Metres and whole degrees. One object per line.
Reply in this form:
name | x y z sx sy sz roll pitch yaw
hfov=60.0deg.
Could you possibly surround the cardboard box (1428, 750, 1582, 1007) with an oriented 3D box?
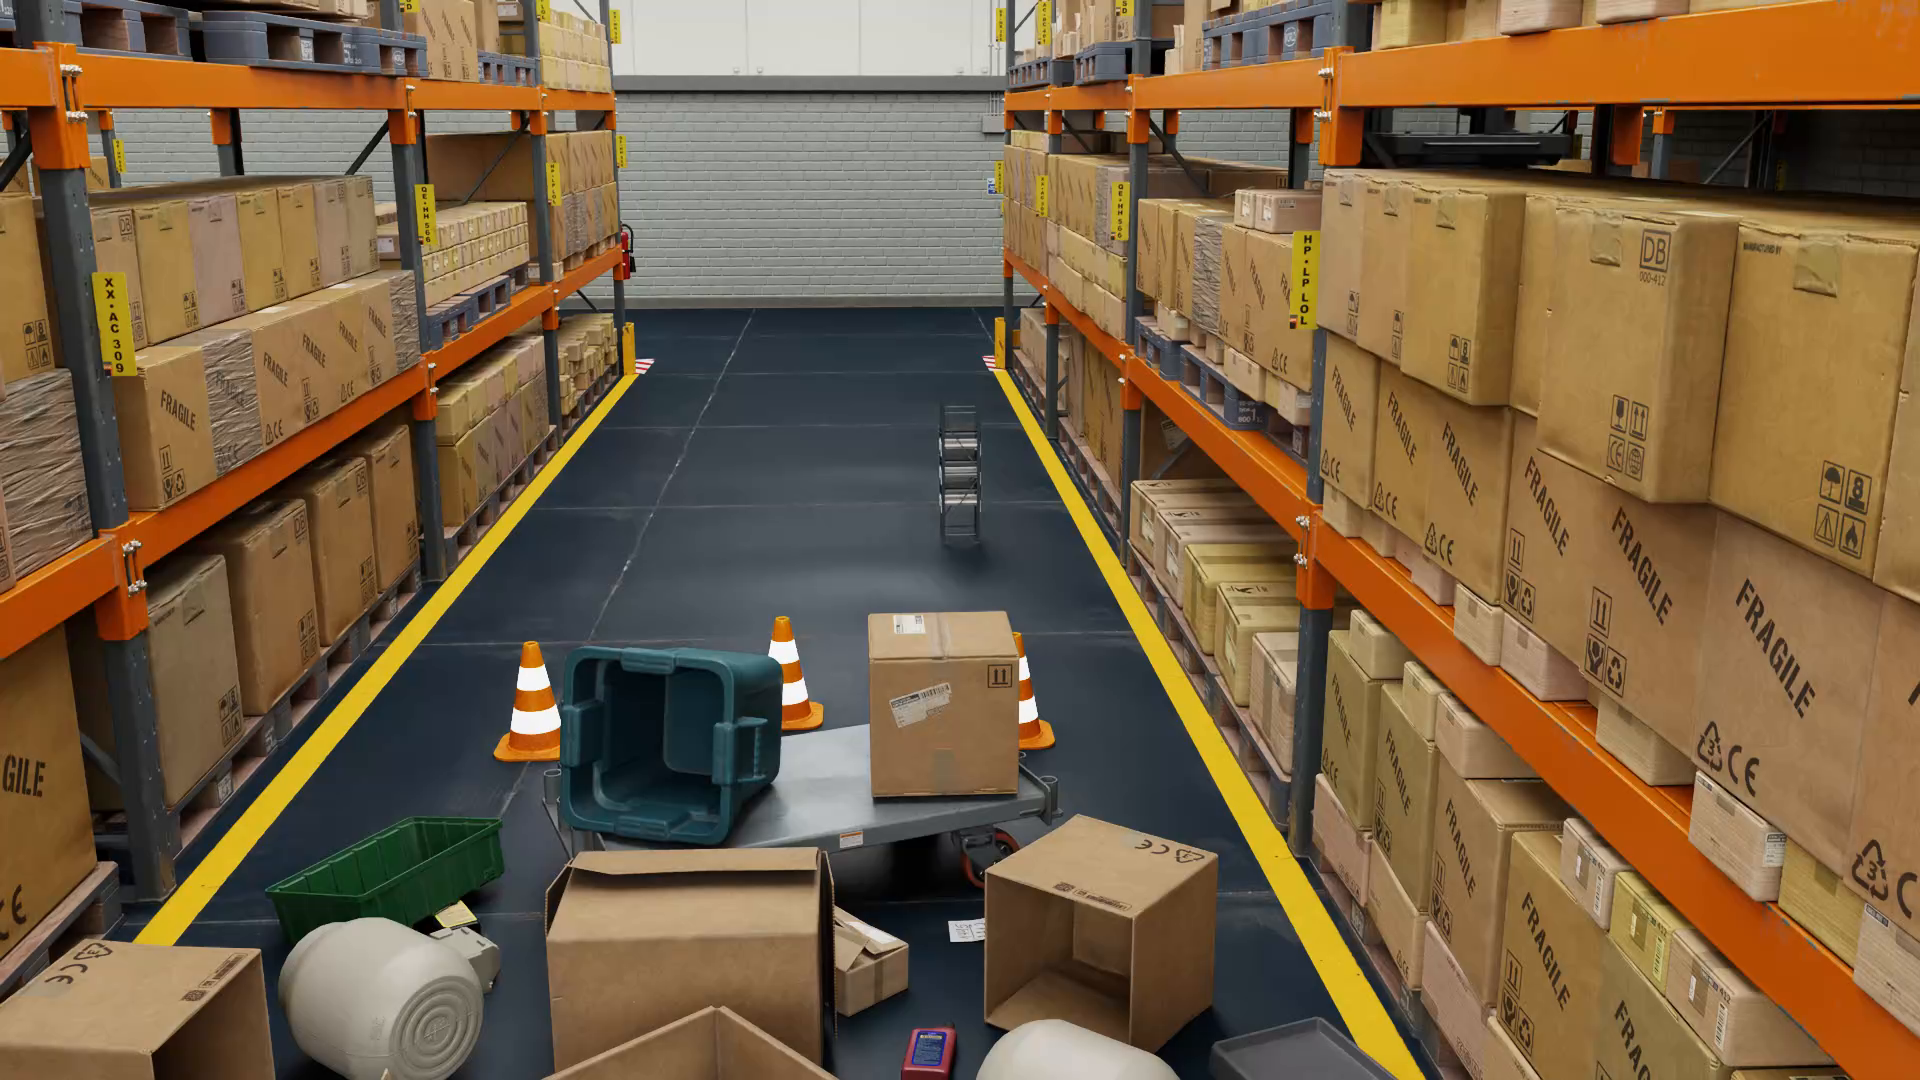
cardboard box | 1.552 0.863 4.324 0.500 0.500 0.500 0 14 -1

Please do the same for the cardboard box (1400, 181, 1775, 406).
cardboard box | 1.534 -0.626 4.137 0.700 0.500 0.500 -1 14 -5

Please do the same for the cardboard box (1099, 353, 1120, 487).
cardboard box | 1.451 -0.879 11.346 0.875 0.875 0.875 -1 14 -3

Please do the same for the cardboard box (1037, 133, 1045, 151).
cardboard box | 0.878 -3.477 14.512 0.380 0.149 0.250 -1 14 -4

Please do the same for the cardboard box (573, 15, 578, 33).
cardboard box | -3.581 -4.552 14.677 0.380 0.149 0.250 -1 14 -5

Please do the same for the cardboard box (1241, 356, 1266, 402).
cardboard box | 1.351 -0.650 6.694 0.380 0.149 0.250 -1 14 -4

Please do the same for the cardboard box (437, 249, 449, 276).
cardboard box | -3.341 -1.691 10.144 0.380 0.149 0.250 -1 14 -5

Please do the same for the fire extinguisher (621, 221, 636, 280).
fire extinguisher | -3.523 -3.050 17.263 0.296 0.674 0.183 -1 14 -3

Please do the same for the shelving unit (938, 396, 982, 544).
shelving unit | 0.000 -0.438 10.422 0.258 0.900 0.210 -1 14 -3

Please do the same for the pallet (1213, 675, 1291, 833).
pallet | 1.660 0.842 6.832 1.003 0.211 1.213 -1 14 -3

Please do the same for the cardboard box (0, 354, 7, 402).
cardboard box | -3.086 -0.582 4.300 0.875 0.550 0.550 -1 14 -3

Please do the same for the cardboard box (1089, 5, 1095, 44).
cardboard box | 1.027 -3.238 10.499 0.396 0.266 0.258 -1 14 -5

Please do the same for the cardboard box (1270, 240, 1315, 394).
cardboard box | 1.452 -0.822 6.063 0.500 0.500 0.500 -1 14 -4

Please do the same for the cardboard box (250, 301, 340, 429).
cardboard box | -3.081 -0.773 7.311 0.500 0.500 0.500 -1 14 -3

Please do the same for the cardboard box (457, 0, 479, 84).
cardboard box | -3.317 -3.104 10.351 0.500 0.500 0.500 -1 14 -3

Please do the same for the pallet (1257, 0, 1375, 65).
pallet | 1.777 -1.832 5.984 1.213 0.211 1.003 -1 14 -3

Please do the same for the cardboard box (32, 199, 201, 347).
cardboard box | -3.295 -0.998 6.177 0.700 0.500 0.500 -1 14 -4

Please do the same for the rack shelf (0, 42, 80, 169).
rack shelf | -3.101 -0.821 3.120 1.077 0.370 4.000 -1 14 -3

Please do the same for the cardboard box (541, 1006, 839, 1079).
cardboard box | -0.679 1.491 3.722 0.797 0.503 0.637 -13 20 -42

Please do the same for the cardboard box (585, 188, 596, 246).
cardboard box | -3.595 -2.904 14.997 0.500 0.500 0.500 0 14 -1

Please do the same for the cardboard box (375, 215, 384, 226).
cardboard box | -4.054 -2.079 11.056 0.380 0.149 0.250 0 14 -2

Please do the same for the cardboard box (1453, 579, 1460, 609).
cardboard box | 1.551 0.145 4.446 0.380 0.149 0.250 -1 14 -4

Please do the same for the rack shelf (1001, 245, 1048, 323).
rack shelf | 1.090 -2.454 15.487 1.077 0.370 4.000 -1 14 -3

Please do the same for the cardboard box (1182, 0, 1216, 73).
cardboard box | 1.510 -2.575 8.295 0.700 0.500 0.500 -1 14 -3

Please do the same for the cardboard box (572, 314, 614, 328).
cardboard box | -3.683 -2.181 16.668 0.380 0.149 0.250 -1 14 -3

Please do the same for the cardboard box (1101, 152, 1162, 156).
cardboard box | 1.426 -2.960 13.802 0.500 0.500 0.500 -1 14 -3

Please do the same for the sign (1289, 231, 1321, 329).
sign | 1.156 -0.866 5.551 0.100 0.325 0.005 -1 14 -3

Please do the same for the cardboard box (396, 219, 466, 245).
cardboard box | -3.373 -1.957 10.581 0.380 0.149 0.250 0 14 -1

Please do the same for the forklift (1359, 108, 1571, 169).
forklift | 3.035 -1.488 10.427 1.130 2.935 3.031 -1 14 -3

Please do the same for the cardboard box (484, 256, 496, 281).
cardboard box | -3.415 -1.865 11.418 0.380 0.149 0.250 0 14 -1

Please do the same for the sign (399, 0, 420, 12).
sign | -2.918 -2.956 8.781 0.100 0.325 0.005 -1 14 -3

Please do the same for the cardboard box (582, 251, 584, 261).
cardboard box | -3.641 -2.612 15.163 0.380 0.149 0.250 -1 14 -2

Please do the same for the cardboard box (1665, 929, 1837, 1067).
cardboard box | 1.557 0.845 3.091 0.380 0.149 0.250 0 14 -2

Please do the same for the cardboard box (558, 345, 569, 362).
cardboard box | -3.597 -1.599 14.406 0.380 0.149 0.250 -1 14 -5

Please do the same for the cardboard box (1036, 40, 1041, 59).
cardboard box | 0.838 -4.107 13.911 0.380 0.149 0.250 -1 14 -2

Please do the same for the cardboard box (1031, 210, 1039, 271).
cardboard box | 0.892 -2.593 14.382 0.500 0.500 0.500 -1 14 -5

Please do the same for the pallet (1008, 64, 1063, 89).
pallet | 1.022 -4.525 16.252 1.003 0.211 1.213 -1 14 -3

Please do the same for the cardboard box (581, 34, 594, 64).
cardboard box | -3.624 -4.455 15.099 0.500 0.250 0.500 -1 14 -3

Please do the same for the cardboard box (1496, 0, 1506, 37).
cardboard box | 1.551 -1.310 4.080 0.380 0.149 0.250 -1 14 -5

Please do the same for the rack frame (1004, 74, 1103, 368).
rack frame | 0.966 -3.300 17.331 1.000 3.000 0.127 -1 14 -3

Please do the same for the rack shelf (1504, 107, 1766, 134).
rack shelf | 6.044 -3.984 15.415 1.077 0.370 4.000 -1 14 -3

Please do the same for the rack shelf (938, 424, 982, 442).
rack shelf | 0.000 -0.667 10.363 0.258 0.077 0.200 -1 14 -3

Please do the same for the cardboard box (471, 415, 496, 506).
cardboard box | -3.297 -0.506 10.647 0.500 0.500 0.500 -1 14 -3

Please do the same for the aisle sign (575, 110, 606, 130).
aisle sign | -3.673 -4.480 16.701 0.394 0.787 0.004 -1 14 -3

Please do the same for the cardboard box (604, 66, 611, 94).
cardboard box | -3.676 -4.469 16.157 0.500 0.250 0.500 -1 14 -5

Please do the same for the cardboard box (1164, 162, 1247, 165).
cardboard box | 1.618 -2.221 10.932 0.500 0.500 0.500 0 14 -2

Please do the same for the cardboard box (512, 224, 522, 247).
cardboard box | -3.481 -2.268 12.384 0.380 0.149 0.250 -1 14 -3

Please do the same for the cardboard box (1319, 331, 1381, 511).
cardboard box | 1.458 -0.394 5.240 0.500 0.500 0.500 -1 14 -4

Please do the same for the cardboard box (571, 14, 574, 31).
cardboard box | -3.560 -4.487 14.424 0.380 0.149 0.250 -1 14 -5

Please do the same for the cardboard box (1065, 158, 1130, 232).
cardboard box | 1.042 -2.473 11.910 0.500 0.500 0.500 -1 14 -5

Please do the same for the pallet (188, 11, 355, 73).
pallet | -3.308 -2.132 7.153 1.003 0.211 1.213 0 14 -1

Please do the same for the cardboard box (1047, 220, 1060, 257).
cardboard box | 0.959 -2.361 12.979 0.500 0.250 0.500 -1 14 -5

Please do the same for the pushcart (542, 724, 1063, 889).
pushcart | -0.563 1.002 5.873 1.648 0.377 0.936 -6 16 -23

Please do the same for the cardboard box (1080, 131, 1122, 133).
cardboard box | 1.322 -3.744 15.548 0.380 0.149 0.250 -1 14 -2

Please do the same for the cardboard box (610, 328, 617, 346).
cardboard box | -3.651 -2.038 16.709 0.380 0.149 0.250 -1 14 -5
